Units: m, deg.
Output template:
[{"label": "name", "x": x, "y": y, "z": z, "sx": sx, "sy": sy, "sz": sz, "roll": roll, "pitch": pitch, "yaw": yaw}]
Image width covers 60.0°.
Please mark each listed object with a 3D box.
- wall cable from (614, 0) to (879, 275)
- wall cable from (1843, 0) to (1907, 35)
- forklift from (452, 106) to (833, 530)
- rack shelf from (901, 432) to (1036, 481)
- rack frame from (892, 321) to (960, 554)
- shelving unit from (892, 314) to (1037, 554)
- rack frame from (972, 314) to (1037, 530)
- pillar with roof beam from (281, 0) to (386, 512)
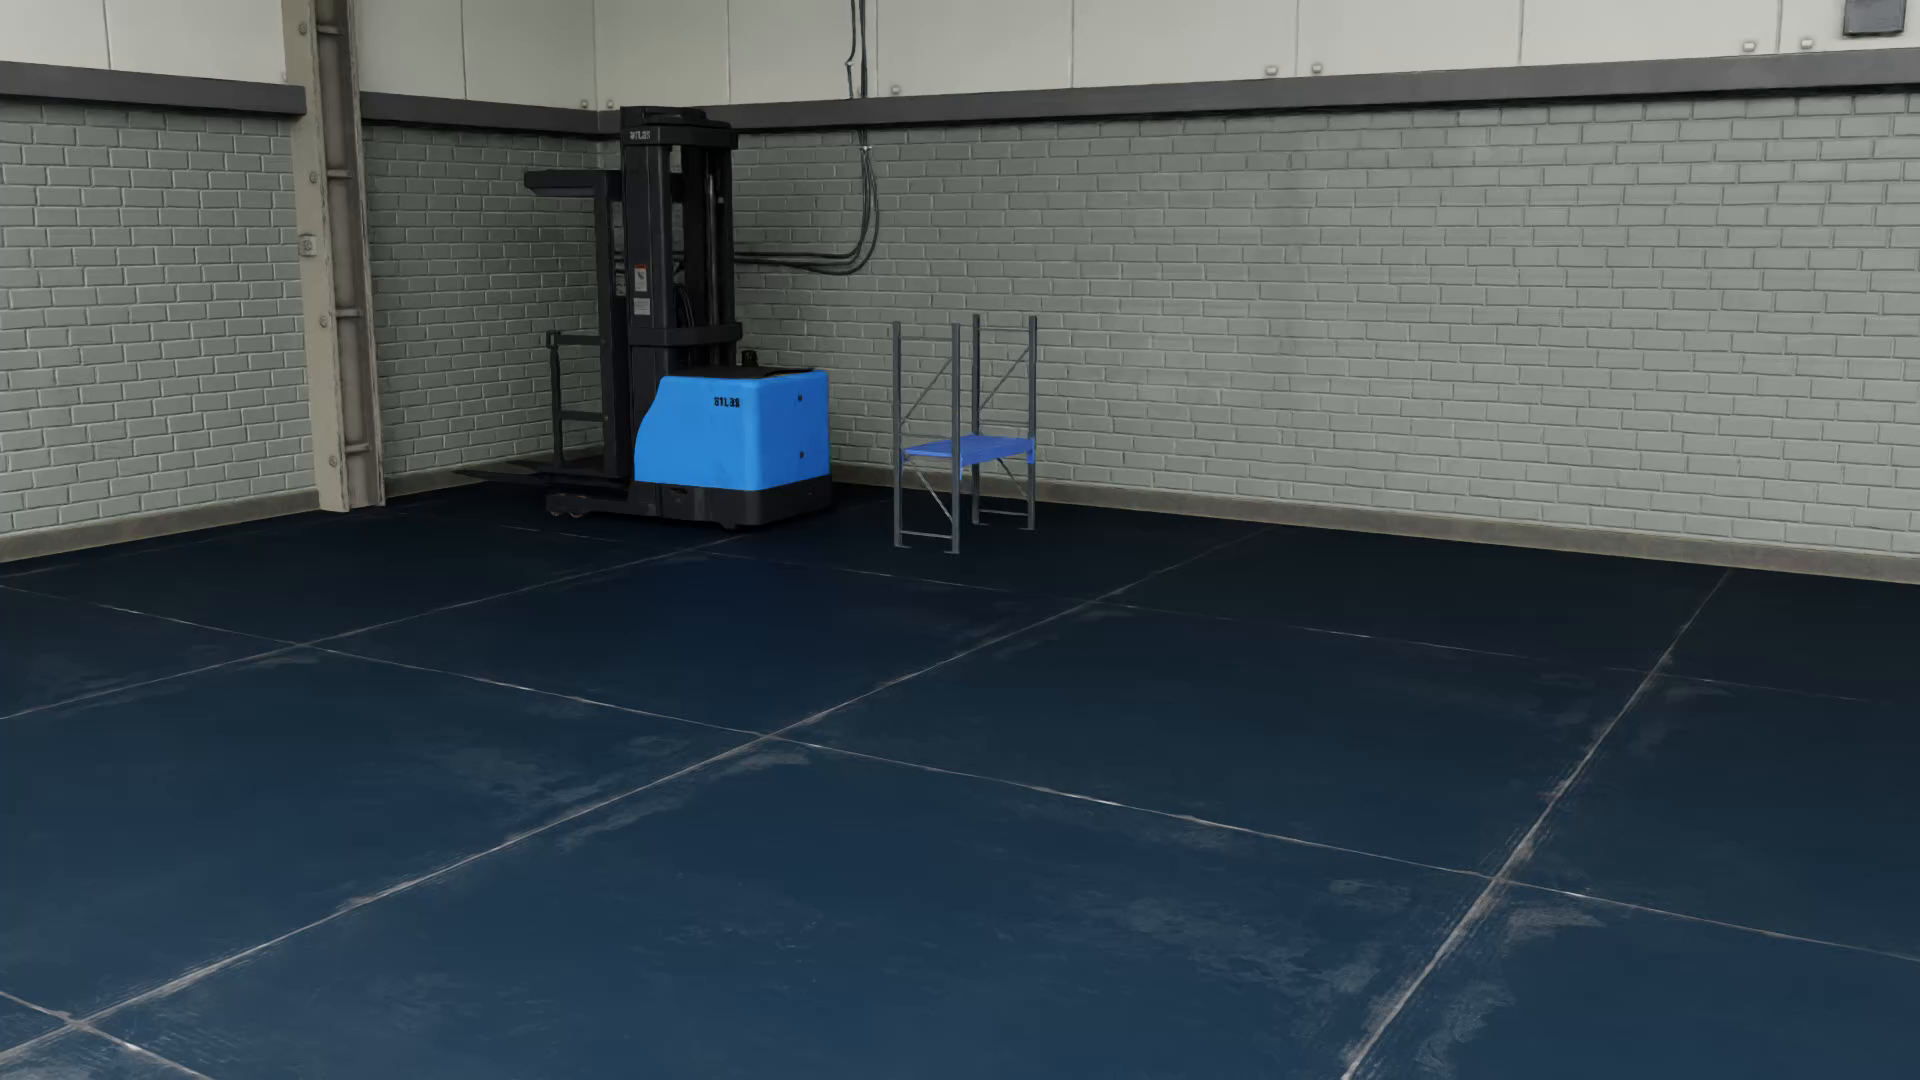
[{"label": "wall cable", "x": -1.991, "y": -3.486, "z": 13.974, "sx": 3.097, "sy": 2.526, "sz": 0.112, "roll": 6, "pitch": 12, "yaw": 31}, {"label": "wall cable", "x": 6.115, "y": -5.775, "z": 8.518, "sx": 2.305, "sy": 6.003, "sz": 0.169, "roll": 6, "pitch": 12, "yaw": 31}, {"label": "forklift", "x": -2.491, "y": -1.681, "z": 12.383, "sx": 3.031, "sy": 2.935, "sz": 1.130, "roll": 6, "pitch": 12, "yaw": 28}, {"label": "rack shelf", "x": 0.044, "y": -0.574, "z": 11.335, "sx": 0.538, "sy": 0.185, "sz": 1.000, "roll": 6, "pitch": 12, "yaw": 31}, {"label": "rack frame", "x": -0.220, "y": -0.671, "z": 10.875, "sx": 0.500, "sy": 1.500, "sz": 0.032, "roll": 6, "pitch": 12, "yaw": 31}, {"label": "shelving unit", "x": 0.044, "y": -0.751, "z": 11.302, "sx": 0.538, "sy": 1.500, "sz": 1.048, "roll": 6, "pitch": 12, "yaw": 31}, {"label": "rack frame", "x": 0.308, "y": -0.831, "z": 11.729, "sx": 0.500, "sy": 1.500, "sz": 0.032, "roll": 6, "pitch": 12, "yaw": 31}, {"label": "pillar with roof beam", "x": -0.971, "y": -4.264, "z": 9.692, "sx": 9.100, "sy": 9.000, "sz": 0.400, "roll": 6, "pitch": 12, "yaw": 31}]
